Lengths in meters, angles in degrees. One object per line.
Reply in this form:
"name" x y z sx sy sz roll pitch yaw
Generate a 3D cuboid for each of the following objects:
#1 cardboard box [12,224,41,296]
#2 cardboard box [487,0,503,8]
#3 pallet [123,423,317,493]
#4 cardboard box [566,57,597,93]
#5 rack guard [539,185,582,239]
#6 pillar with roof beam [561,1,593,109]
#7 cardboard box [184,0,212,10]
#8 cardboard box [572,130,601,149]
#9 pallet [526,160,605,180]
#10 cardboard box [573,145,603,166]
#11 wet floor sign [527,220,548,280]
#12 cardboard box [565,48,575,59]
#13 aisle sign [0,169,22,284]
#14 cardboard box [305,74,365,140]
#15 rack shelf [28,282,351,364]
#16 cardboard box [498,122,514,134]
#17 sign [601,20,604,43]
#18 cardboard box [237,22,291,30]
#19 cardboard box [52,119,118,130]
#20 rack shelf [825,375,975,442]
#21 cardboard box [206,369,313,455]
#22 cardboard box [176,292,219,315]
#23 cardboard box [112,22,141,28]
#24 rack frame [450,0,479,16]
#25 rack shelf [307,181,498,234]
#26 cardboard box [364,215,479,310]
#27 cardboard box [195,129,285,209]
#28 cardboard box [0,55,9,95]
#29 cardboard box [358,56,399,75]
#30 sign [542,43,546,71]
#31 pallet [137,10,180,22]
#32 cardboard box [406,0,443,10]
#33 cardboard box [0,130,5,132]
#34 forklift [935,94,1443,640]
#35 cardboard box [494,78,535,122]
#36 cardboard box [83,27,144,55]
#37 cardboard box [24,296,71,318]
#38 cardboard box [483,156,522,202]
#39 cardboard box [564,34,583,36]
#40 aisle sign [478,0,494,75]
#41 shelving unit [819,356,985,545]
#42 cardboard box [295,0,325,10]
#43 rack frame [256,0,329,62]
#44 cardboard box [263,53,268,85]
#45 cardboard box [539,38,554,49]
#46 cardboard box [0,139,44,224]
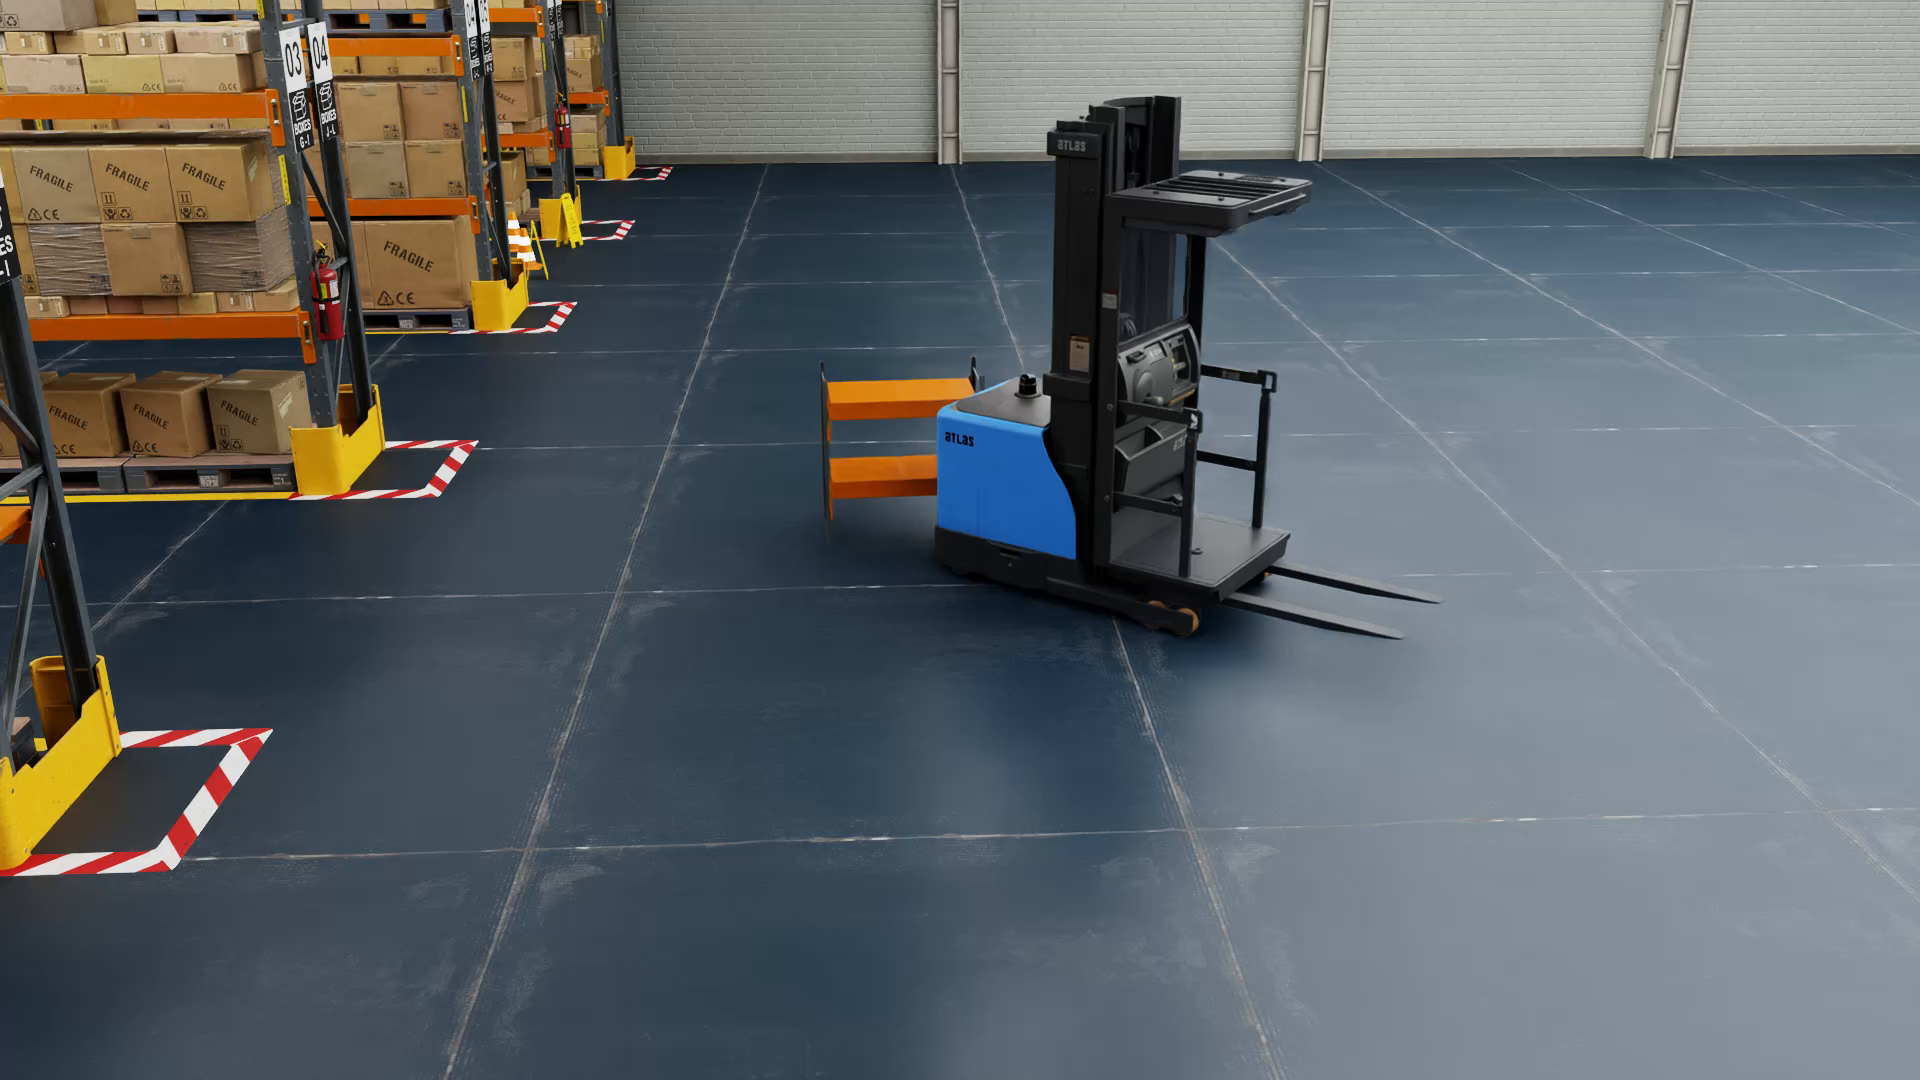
"cardboard box" -6.604 -2.064 11.767 0.500 0.500 0.875 -1 21 -3
"cardboard box" -5.712 -6.614 20.415 0.250 0.149 0.380 -1 21 -3
"pallet" -5.448 -0.624 12.464 1.213 0.211 1.003 -1 21 -3
"cardboard box" -5.889 -7.160 25.570 0.500 0.500 0.500 -2 21 -4
"rack guard" -5.201 -4.283 21.669 0.348 0.500 1.175 -1 21 -3
"pillar with roof beam" -5.913 -8.797 21.579 0.400 9.000 9.100 -1 21 -3
"cardboard box" -7.081 -5.056 15.592 0.250 0.149 0.380 -1 21 -3
"cardboard box" -5.880 -6.240 25.867 0.500 0.250 0.500 -1 21 -4
"pallet" -6.173 -5.883 26.276 1.213 0.211 1.003 -1 21 -3
"cardboard box" -5.863 -6.006 25.954 0.500 0.250 0.500 -1 21 -3
"wet floor sign" -4.826 -3.300 18.883 0.232 0.644 0.267 -5 21 -12
"cardboard box" -5.996 -7.444 25.405 0.250 0.149 0.380 -1 21 -2
"aisle sign" -4.222 -1.494 7.175 0.004 0.787 0.394 -1 21 -3
"cardboard box" -6.225 -4.271 16.394 0.550 0.550 0.875 -1 21 -3
"rack shelf" -6.556 -1.556 12.003 4.000 0.370 1.077 -1 21 -3
"cardboard box" -5.733 -5.208 20.936 0.250 0.149 0.380 -1 21 -4
"sign" -5.395 -7.675 25.104 0.005 0.325 0.100 -1 21 -3
"cardboard box" -4.848 -3.527 11.605 0.250 0.149 0.380 -1 21 -3
"cardboard box" -8.365 -4.186 16.170 0.550 0.550 0.875 -1 21 -3
"rack shelf" -0.389 -0.878 11.024 1.000 0.278 0.538 -2 21 -6
"cardboard box" -5.184 -0.954 12.334 0.500 0.500 0.500 3 21 7
"cardboard box" -5.329 -1.708 11.745 0.250 0.149 0.380 -1 21 -3
"cardboard box" -5.876 -3.524 11.596 0.250 0.149 0.380 -1 21 -3
"rack frame" -4.742 -6.500 15.548 0.127 3.000 1.000 -1 21 -3
"rack shelf" -6.738 -3.320 16.636 4.000 0.370 1.077 -1 21 -3
"cardboard box" -5.415 -2.863 16.821 0.875 0.875 0.875 -1 21 -3
"cardboard box" -5.124 -2.671 11.958 0.500 0.500 0.500 -1 21 -3
"cardboard box" -6.539 -3.134 11.132 0.500 0.250 0.500 -2 21 -4
"cardboard box" -7.138 -6.003 20.708 0.500 0.500 0.700 -1 21 -3
"sign" -5.114 -5.944 20.447 0.005 0.325 0.100 -1 21 -3
"pallet" -7.918 -4.989 15.918 1.213 0.211 1.003 -1 21 -3
"cardboard box" -5.054 -5.097 15.700 0.250 0.149 0.380 -1 21 -3
"cardboard box" -7.121 -2.632 11.854 0.500 0.500 0.500 -1 21 -3
"forklift" 1.347 -1.022 9.686 3.031 2.935 1.130 14 25 32
"cardboard box" -5.651 -5.530 20.872 0.500 0.500 0.500 -2 21 -4
"cardboard box" -5.602 -3.313 11.041 0.250 0.149 0.380 -1 21 -3
"cardboard box" -6.324 -1.668 11.641 0.250 0.149 0.380 -1 21 -3
"cardboard box" -5.910 -4.606 21.223 0.500 0.500 0.500 -1 21 -3
"cardboard box" -6.029 -7.791 25.899 0.250 0.149 0.380 0 21 -1
"aisle sign" -4.688 -5.020 16.436 0.004 0.787 0.394 -1 21 -3
"shelving unit" -0.389 -0.604 11.128 1.048 1.125 0.538 -2 21 -6
"cardboard box" -6.071 -5.076 15.645 0.250 0.149 0.380 -1 21 -4
"rack frame" -4.560 -4.736 10.914 0.127 3.000 1.000 -1 21 -3
"cardboard box" -5.055 -3.347 11.690 0.500 0.250 0.500 -1 21 -1
"cardboard box" -6.262 -7.592 25.376 0.250 0.149 0.380 -1 21 -2
"cardboard box" -6.592 -2.458 11.398 0.500 0.500 0.500 -1 21 -3
